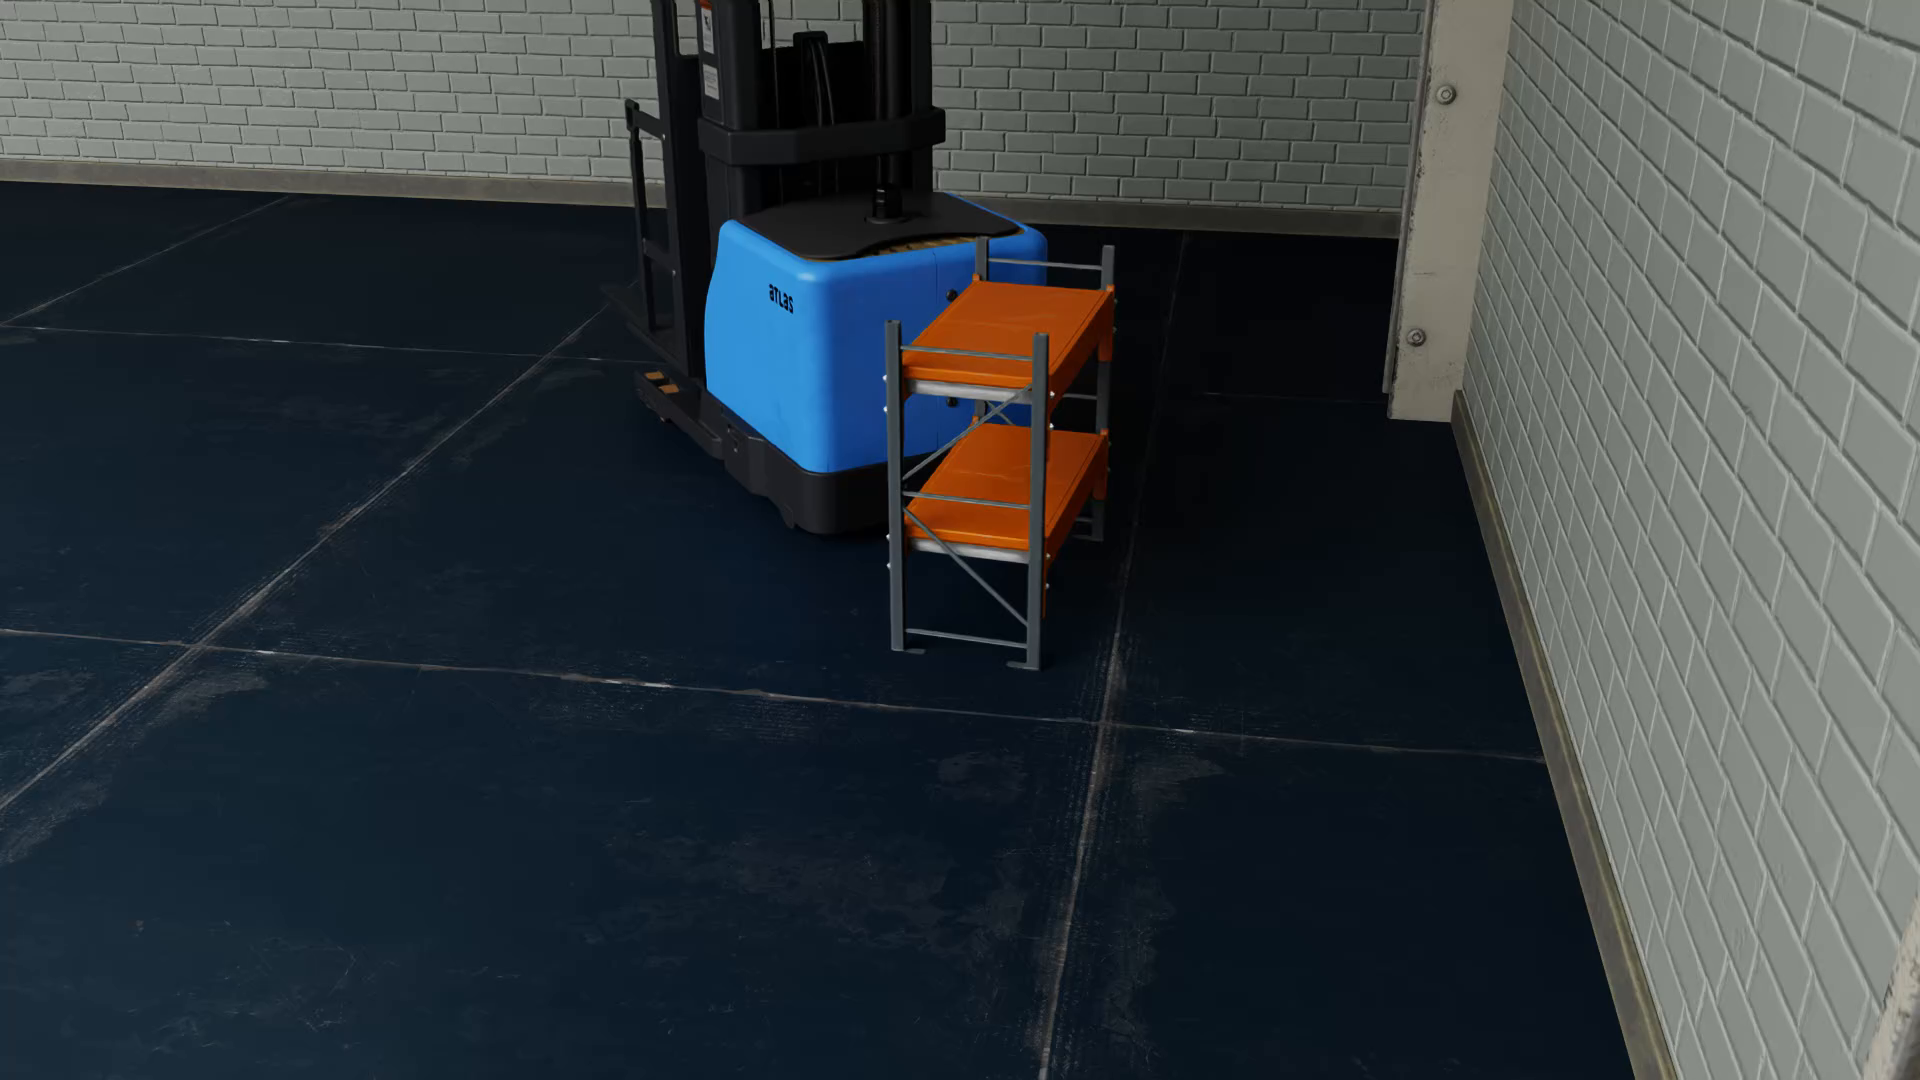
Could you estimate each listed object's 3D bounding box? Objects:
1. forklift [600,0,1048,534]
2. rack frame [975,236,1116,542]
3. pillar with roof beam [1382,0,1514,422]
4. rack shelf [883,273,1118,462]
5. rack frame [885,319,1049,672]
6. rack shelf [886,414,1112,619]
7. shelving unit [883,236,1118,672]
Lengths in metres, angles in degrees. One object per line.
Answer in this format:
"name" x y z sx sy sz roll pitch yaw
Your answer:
"forklift" -0.812 -1.935 6.926 1.130 2.935 3.031 -13 28 -26
"rack frame" 0.299 -0.536 6.068 0.500 1.125 0.032 7 26 14
"pillar with roof beam" -2.158 -4.987 6.290 9.100 9.000 0.400 4 25 9
"rack shelf" 0.159 -0.594 5.502 0.538 0.278 1.000 7 26 14
"rack frame" 0.019 -0.122 5.183 0.500 1.125 0.032 7 26 14
"rack shelf" 0.159 -0.107 5.730 0.538 0.278 1.000 7 26 14
"shelving unit" 0.159 -0.329 5.626 0.538 1.125 1.048 7 26 14
